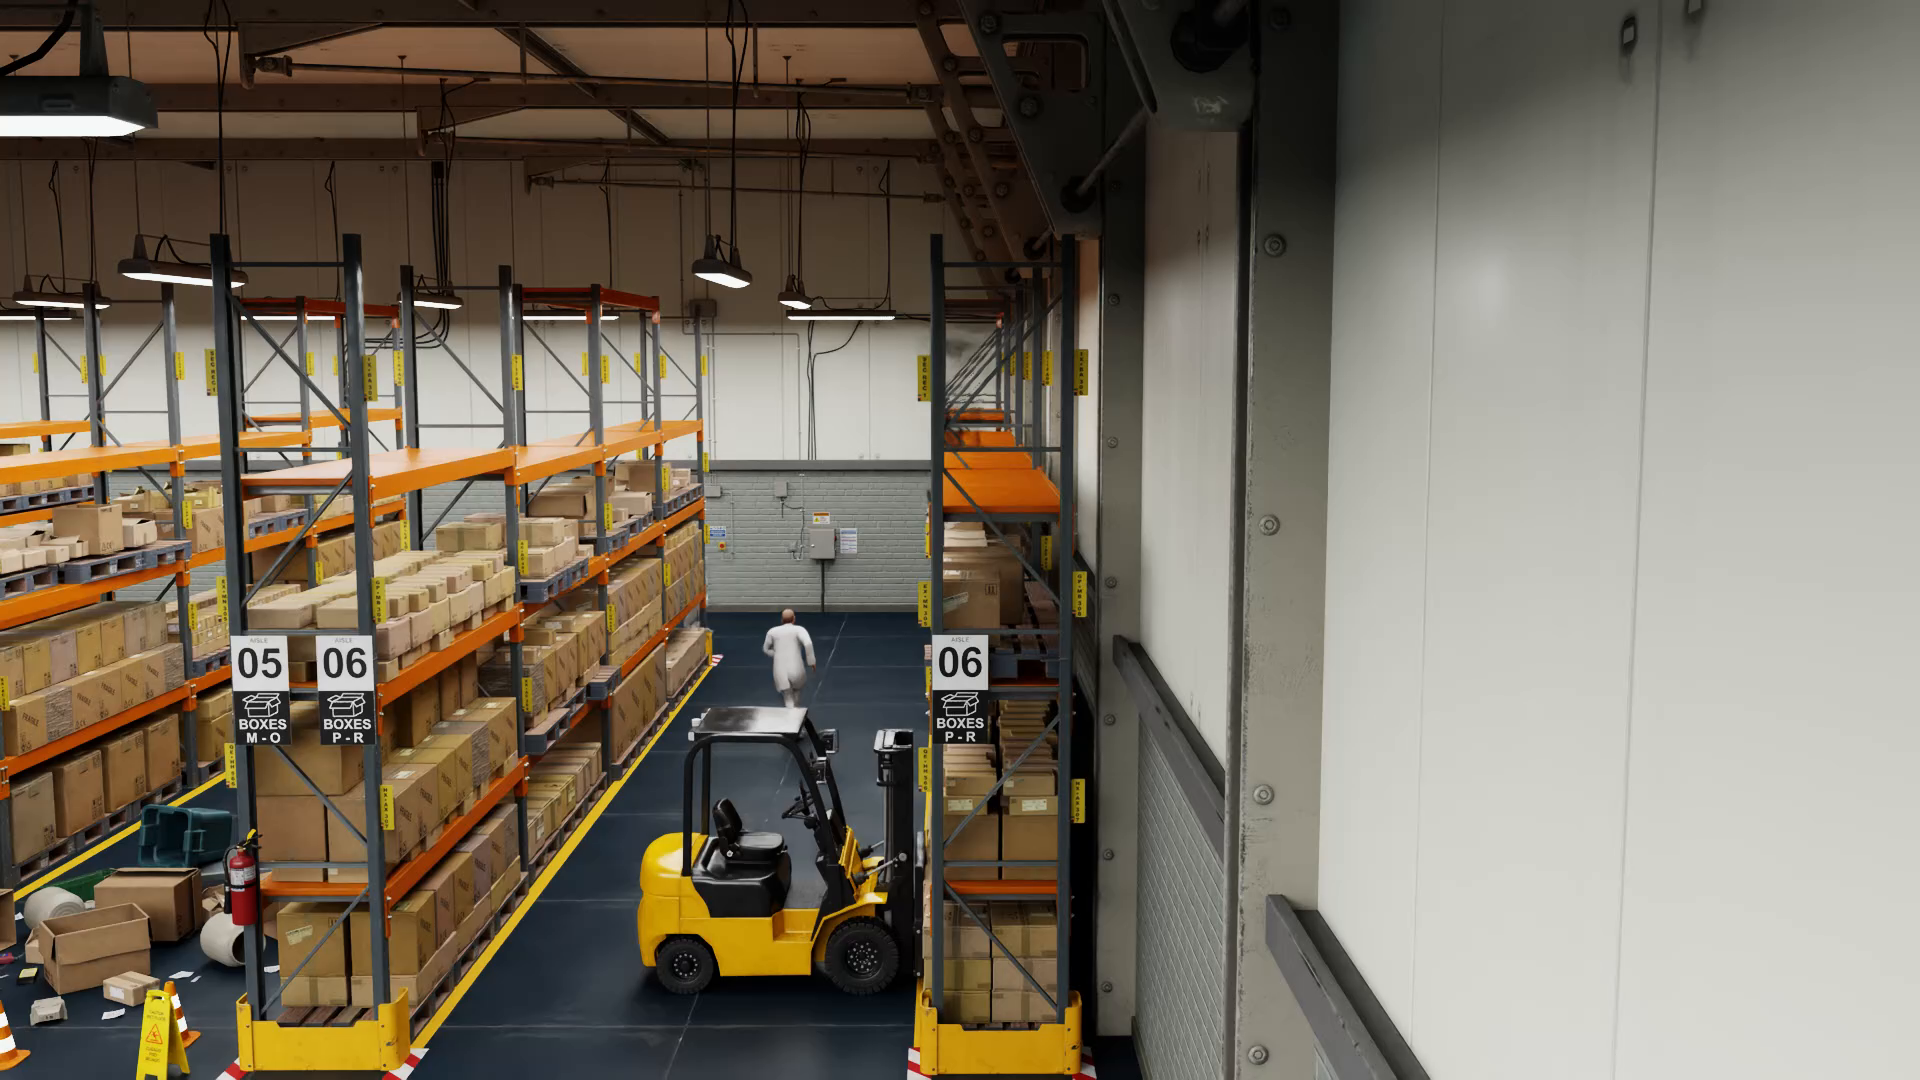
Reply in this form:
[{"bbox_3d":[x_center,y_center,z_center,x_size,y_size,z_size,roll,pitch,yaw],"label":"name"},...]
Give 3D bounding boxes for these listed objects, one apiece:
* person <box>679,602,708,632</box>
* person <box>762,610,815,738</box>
[{"bbox_3d":[-4.715,1.137,29.270,0.516,1.635,0.610,0,6,1],"label":"person"},{"bbox_3d":[-2.338,1.845,22.678,0.712,1.712,0.871,0,6,-1],"label":"person"}]
